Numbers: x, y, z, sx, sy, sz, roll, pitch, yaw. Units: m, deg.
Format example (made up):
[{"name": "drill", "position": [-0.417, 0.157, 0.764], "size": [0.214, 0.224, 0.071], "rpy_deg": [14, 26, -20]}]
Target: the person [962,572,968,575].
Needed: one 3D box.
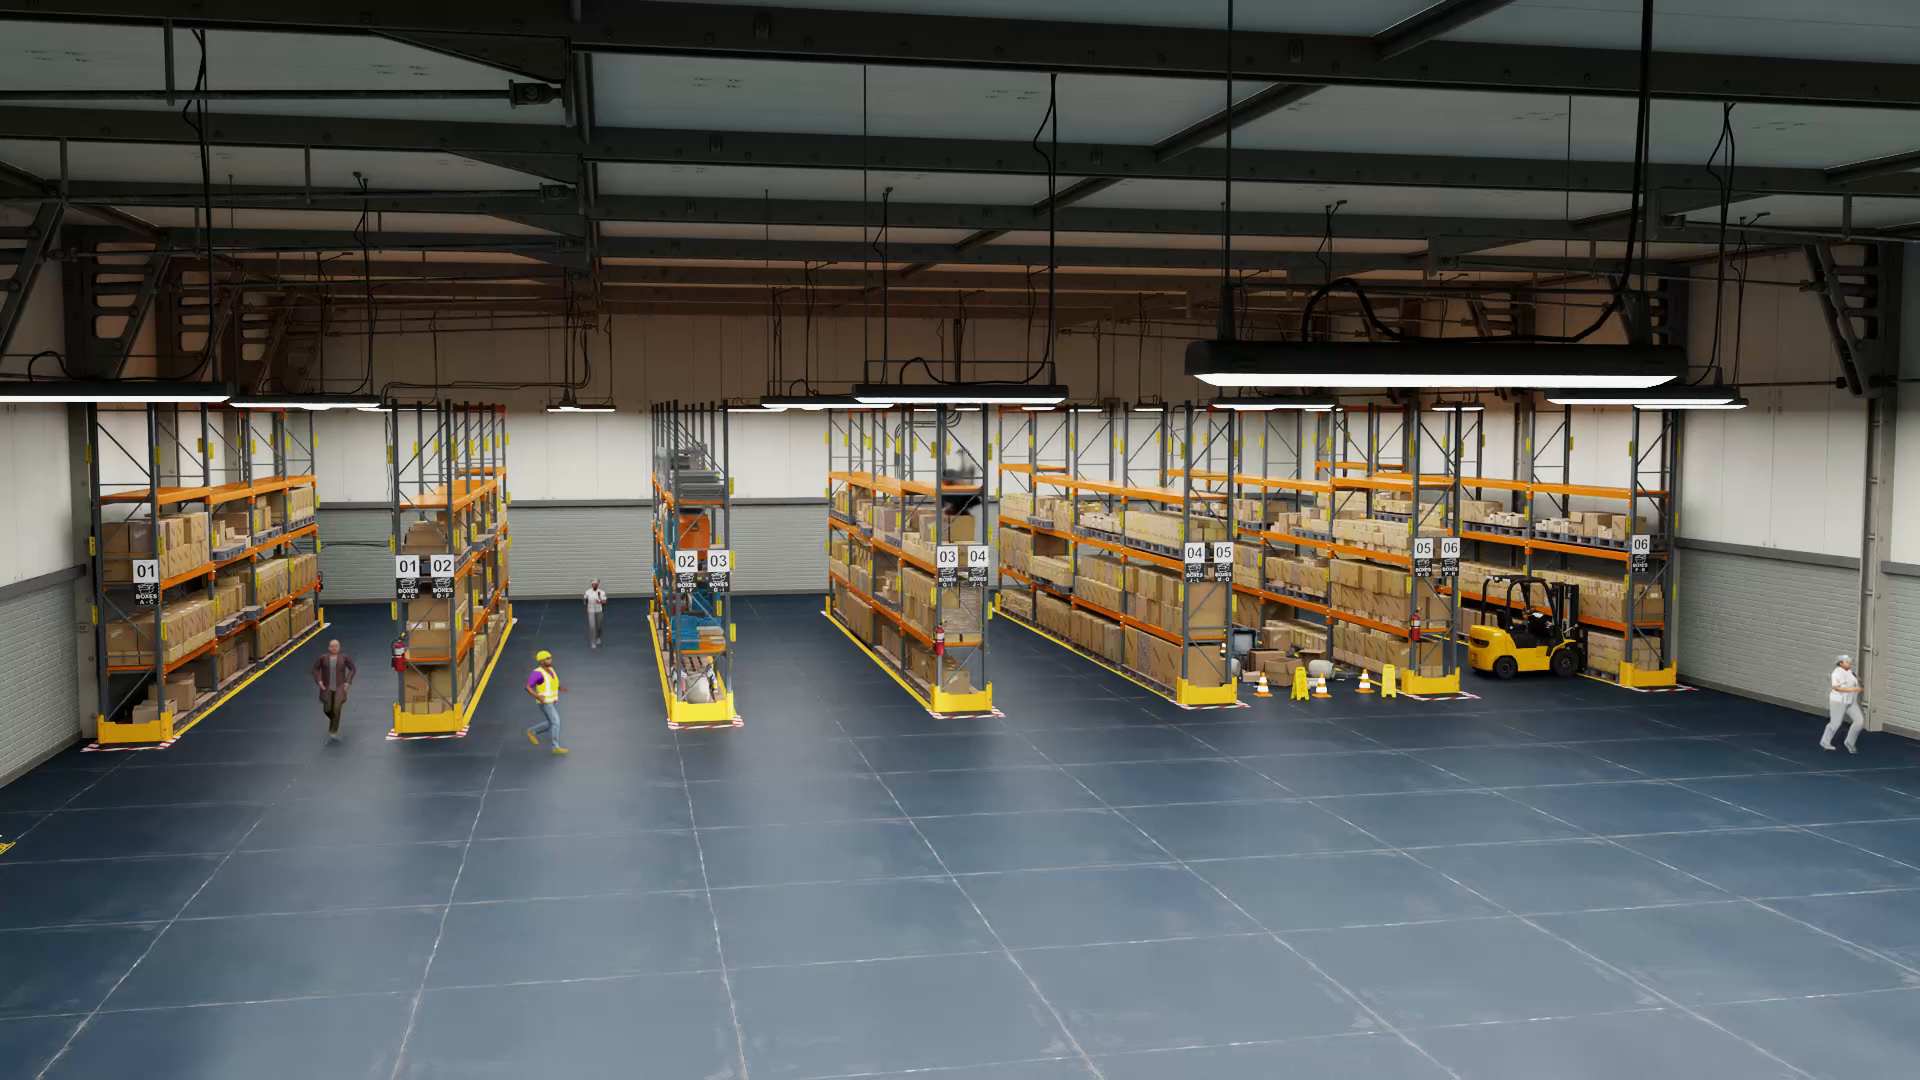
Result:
[{"name": "person", "position": [0.241, 1.376, 46.616], "size": [0.613, 1.755, 0.735], "rpy_deg": [-1, 4, -11]}]

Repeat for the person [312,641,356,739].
[{"name": "person", "position": [-11.112, 2.648, 29.546], "size": [0.732, 1.736, 0.605], "rpy_deg": [-1, 5, -18]}]

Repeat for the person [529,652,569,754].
[{"name": "person", "position": [-6.963, 2.744, 28.090], "size": [0.753, 1.727, 0.708], "rpy_deg": [1, 4, 15]}]

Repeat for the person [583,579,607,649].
[{"name": "person", "position": [-8.936, 1.787, 40.739], "size": [0.576, 1.683, 0.922], "rpy_deg": [-1, 4, -14]}]

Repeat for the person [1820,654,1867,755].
[{"name": "person", "position": [14.969, 2.790, 28.092], "size": [0.594, 1.742, 0.734], "rpy_deg": [-2, 5, -27]}]
